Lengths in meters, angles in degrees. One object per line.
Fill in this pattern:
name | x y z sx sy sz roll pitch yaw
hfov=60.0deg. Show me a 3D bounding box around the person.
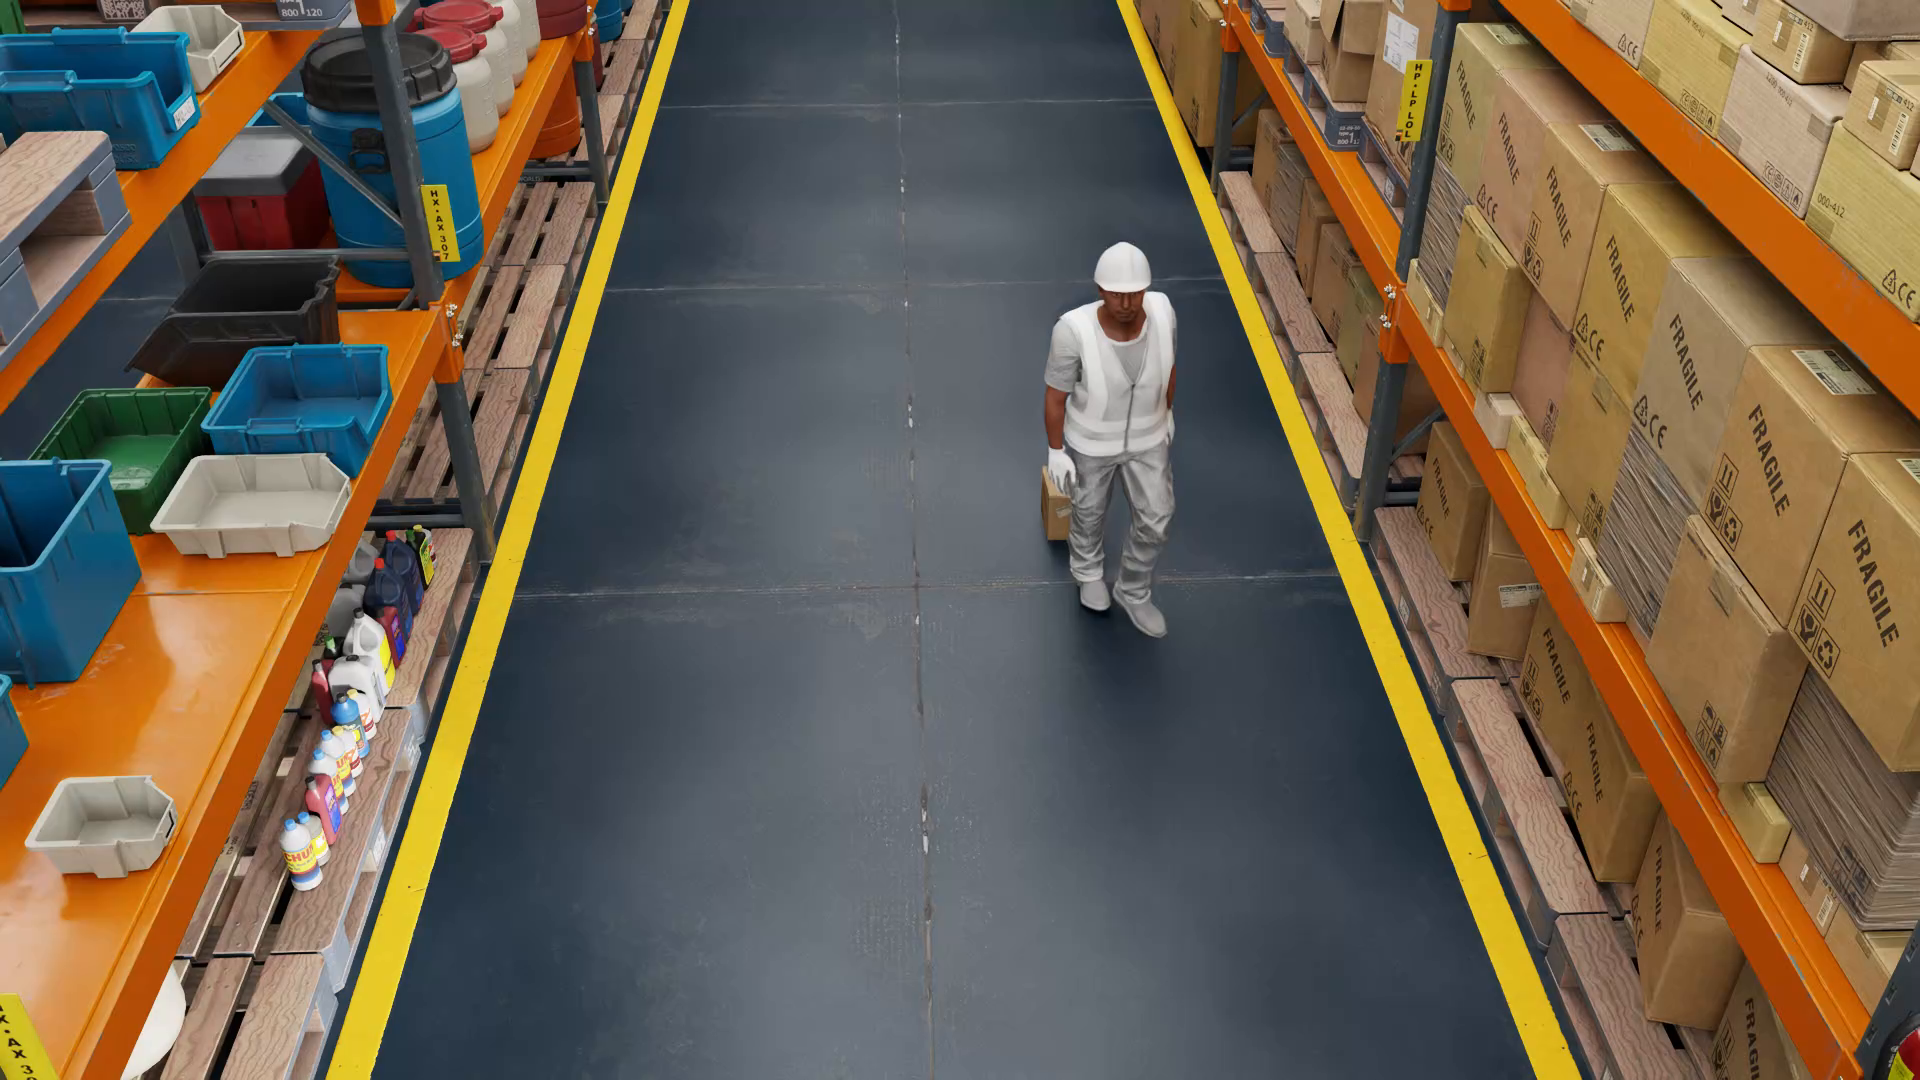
person | 0.610 -0.407 6.704 0.594 1.792 0.526 -6 35 -9
